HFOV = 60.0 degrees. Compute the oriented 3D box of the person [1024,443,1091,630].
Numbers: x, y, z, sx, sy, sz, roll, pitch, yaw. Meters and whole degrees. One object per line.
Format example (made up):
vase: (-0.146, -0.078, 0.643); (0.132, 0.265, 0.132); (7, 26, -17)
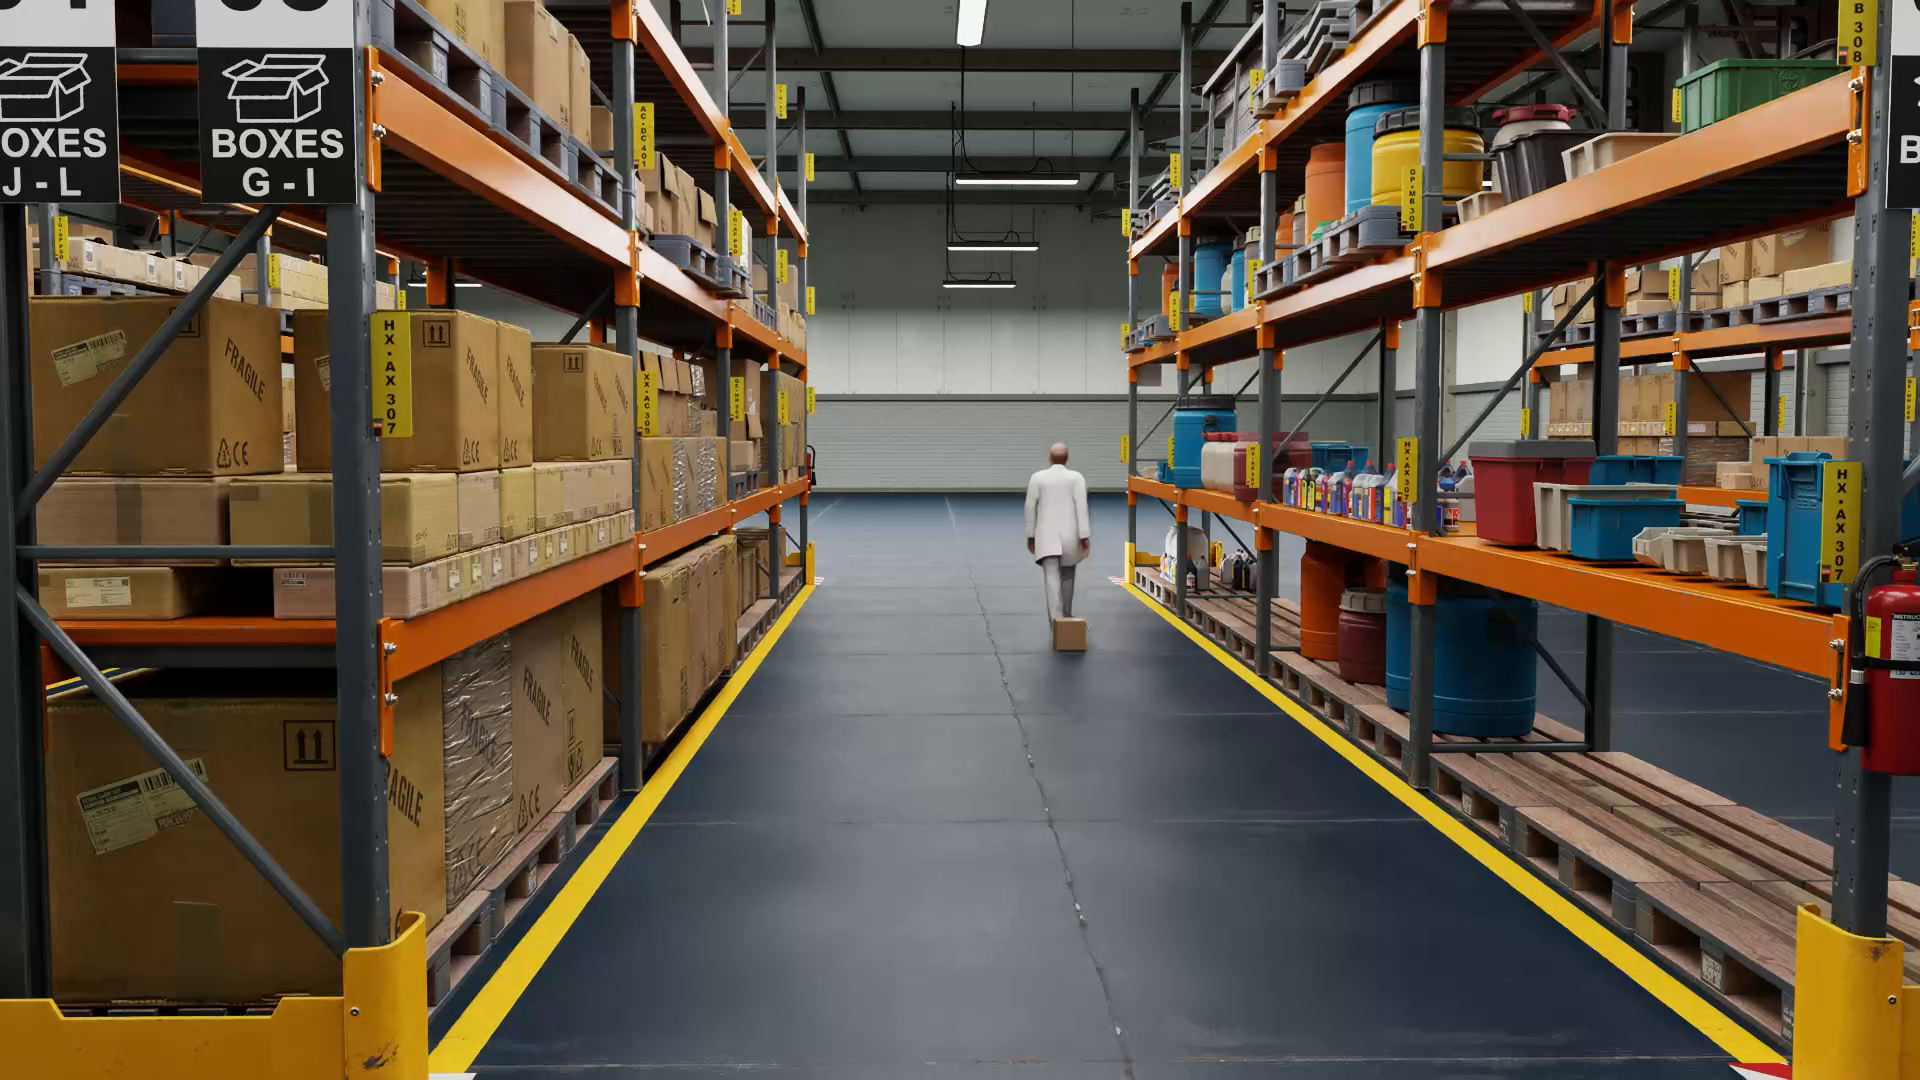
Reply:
person: (0.896, -0.033, 15.333); (0.608, 1.721, 1.152); (0, 4, 1)
